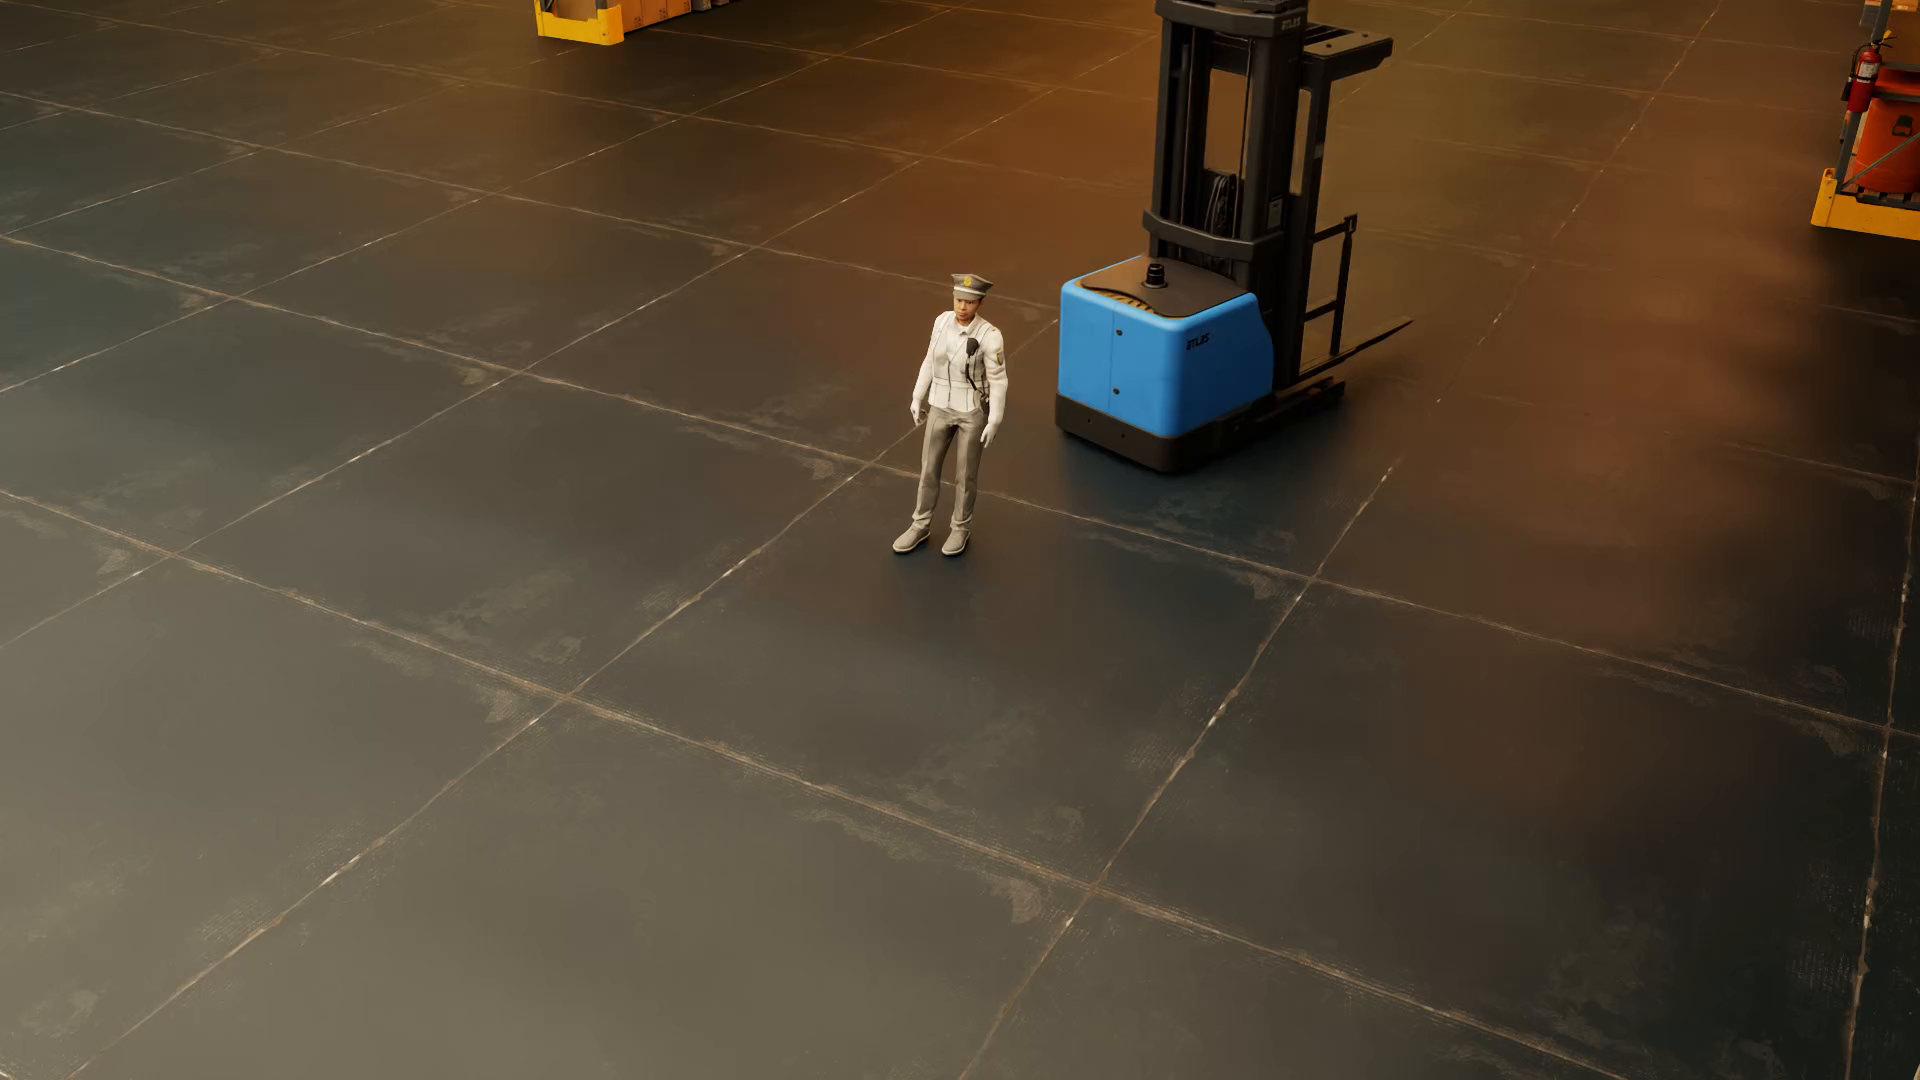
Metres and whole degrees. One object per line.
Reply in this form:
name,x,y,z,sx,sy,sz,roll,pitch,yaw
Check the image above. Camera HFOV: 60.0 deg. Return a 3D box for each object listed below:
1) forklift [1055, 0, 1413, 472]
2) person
forklift,2.057,-2.330,11.107,3.031,2.935,1.130,-25,38,-37
person,-0.039,-0.712,9.526,0.587,1.695,0.531,15,33,25
